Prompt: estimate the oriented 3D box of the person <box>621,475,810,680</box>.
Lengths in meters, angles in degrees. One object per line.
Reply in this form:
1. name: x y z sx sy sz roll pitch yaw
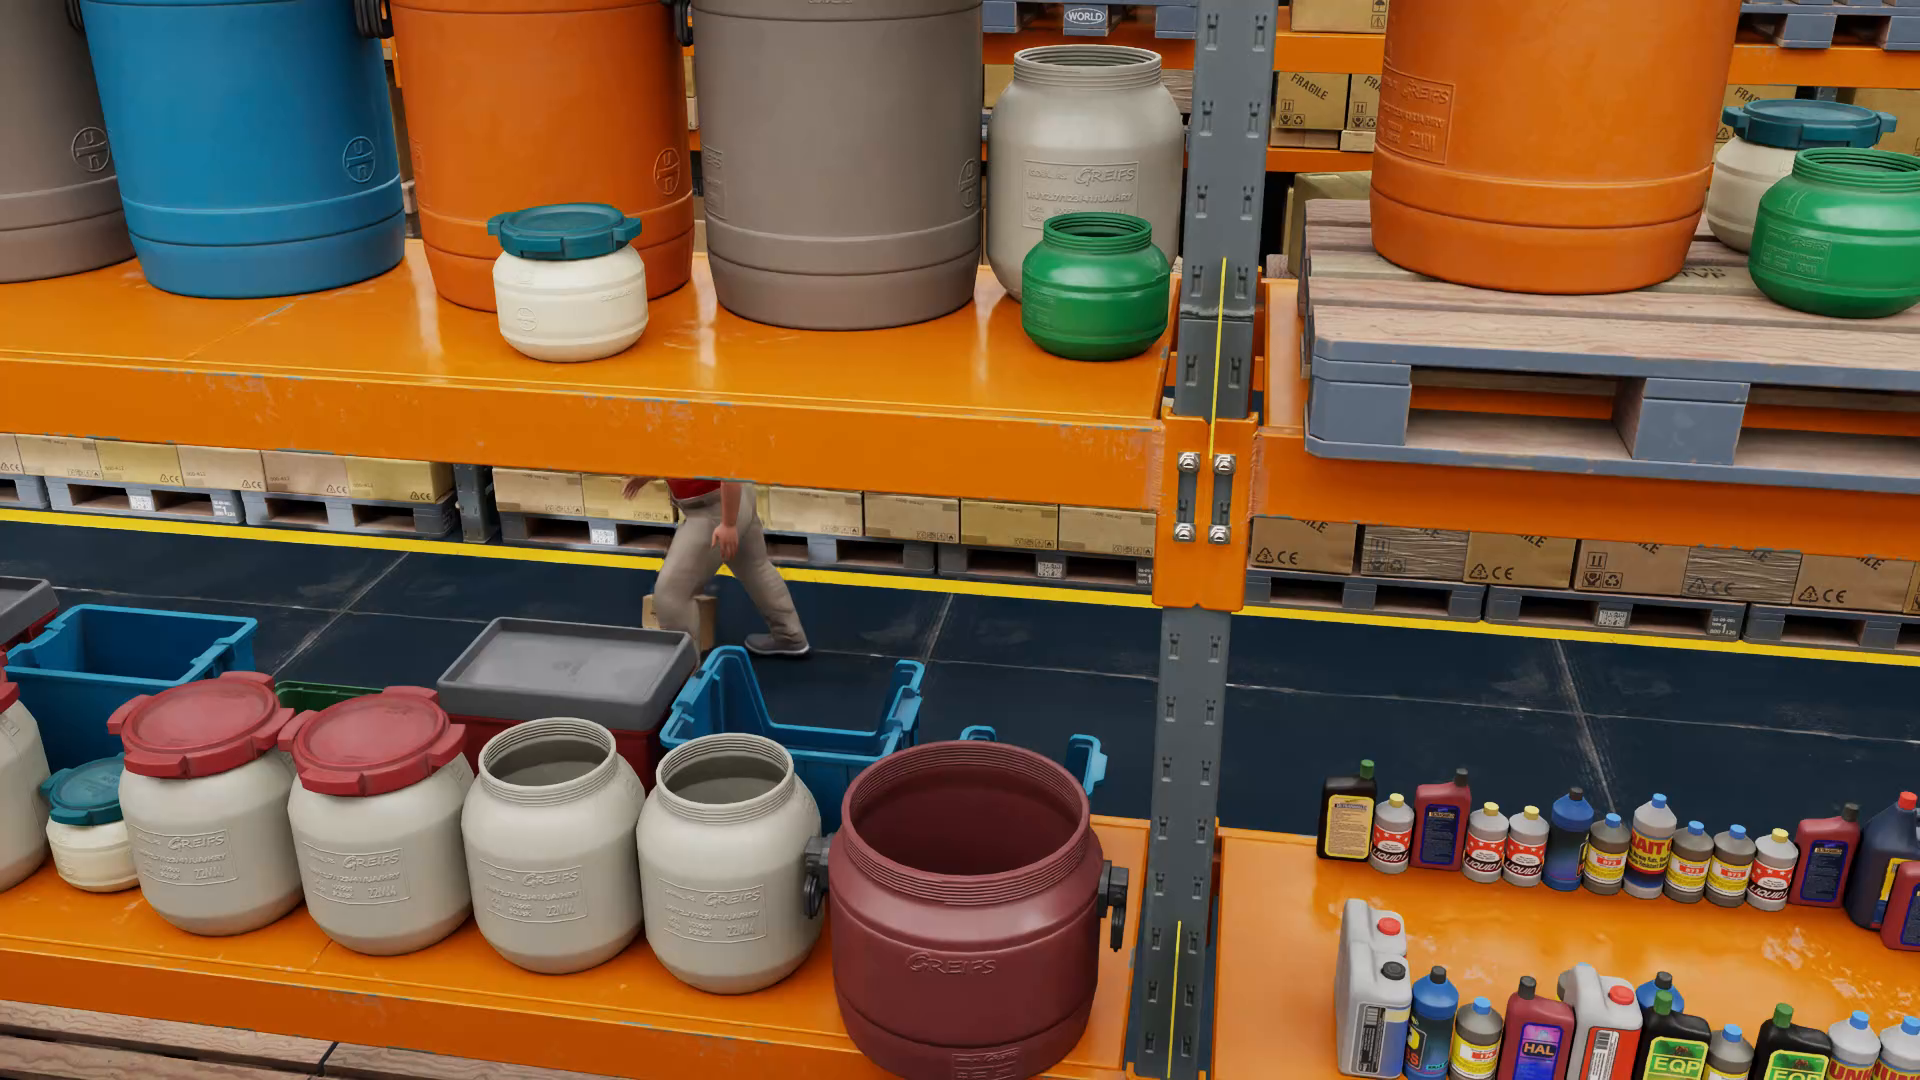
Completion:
1. person: -1.110 -0.128 7.441 0.815 1.671 0.696 -2 25 -5
